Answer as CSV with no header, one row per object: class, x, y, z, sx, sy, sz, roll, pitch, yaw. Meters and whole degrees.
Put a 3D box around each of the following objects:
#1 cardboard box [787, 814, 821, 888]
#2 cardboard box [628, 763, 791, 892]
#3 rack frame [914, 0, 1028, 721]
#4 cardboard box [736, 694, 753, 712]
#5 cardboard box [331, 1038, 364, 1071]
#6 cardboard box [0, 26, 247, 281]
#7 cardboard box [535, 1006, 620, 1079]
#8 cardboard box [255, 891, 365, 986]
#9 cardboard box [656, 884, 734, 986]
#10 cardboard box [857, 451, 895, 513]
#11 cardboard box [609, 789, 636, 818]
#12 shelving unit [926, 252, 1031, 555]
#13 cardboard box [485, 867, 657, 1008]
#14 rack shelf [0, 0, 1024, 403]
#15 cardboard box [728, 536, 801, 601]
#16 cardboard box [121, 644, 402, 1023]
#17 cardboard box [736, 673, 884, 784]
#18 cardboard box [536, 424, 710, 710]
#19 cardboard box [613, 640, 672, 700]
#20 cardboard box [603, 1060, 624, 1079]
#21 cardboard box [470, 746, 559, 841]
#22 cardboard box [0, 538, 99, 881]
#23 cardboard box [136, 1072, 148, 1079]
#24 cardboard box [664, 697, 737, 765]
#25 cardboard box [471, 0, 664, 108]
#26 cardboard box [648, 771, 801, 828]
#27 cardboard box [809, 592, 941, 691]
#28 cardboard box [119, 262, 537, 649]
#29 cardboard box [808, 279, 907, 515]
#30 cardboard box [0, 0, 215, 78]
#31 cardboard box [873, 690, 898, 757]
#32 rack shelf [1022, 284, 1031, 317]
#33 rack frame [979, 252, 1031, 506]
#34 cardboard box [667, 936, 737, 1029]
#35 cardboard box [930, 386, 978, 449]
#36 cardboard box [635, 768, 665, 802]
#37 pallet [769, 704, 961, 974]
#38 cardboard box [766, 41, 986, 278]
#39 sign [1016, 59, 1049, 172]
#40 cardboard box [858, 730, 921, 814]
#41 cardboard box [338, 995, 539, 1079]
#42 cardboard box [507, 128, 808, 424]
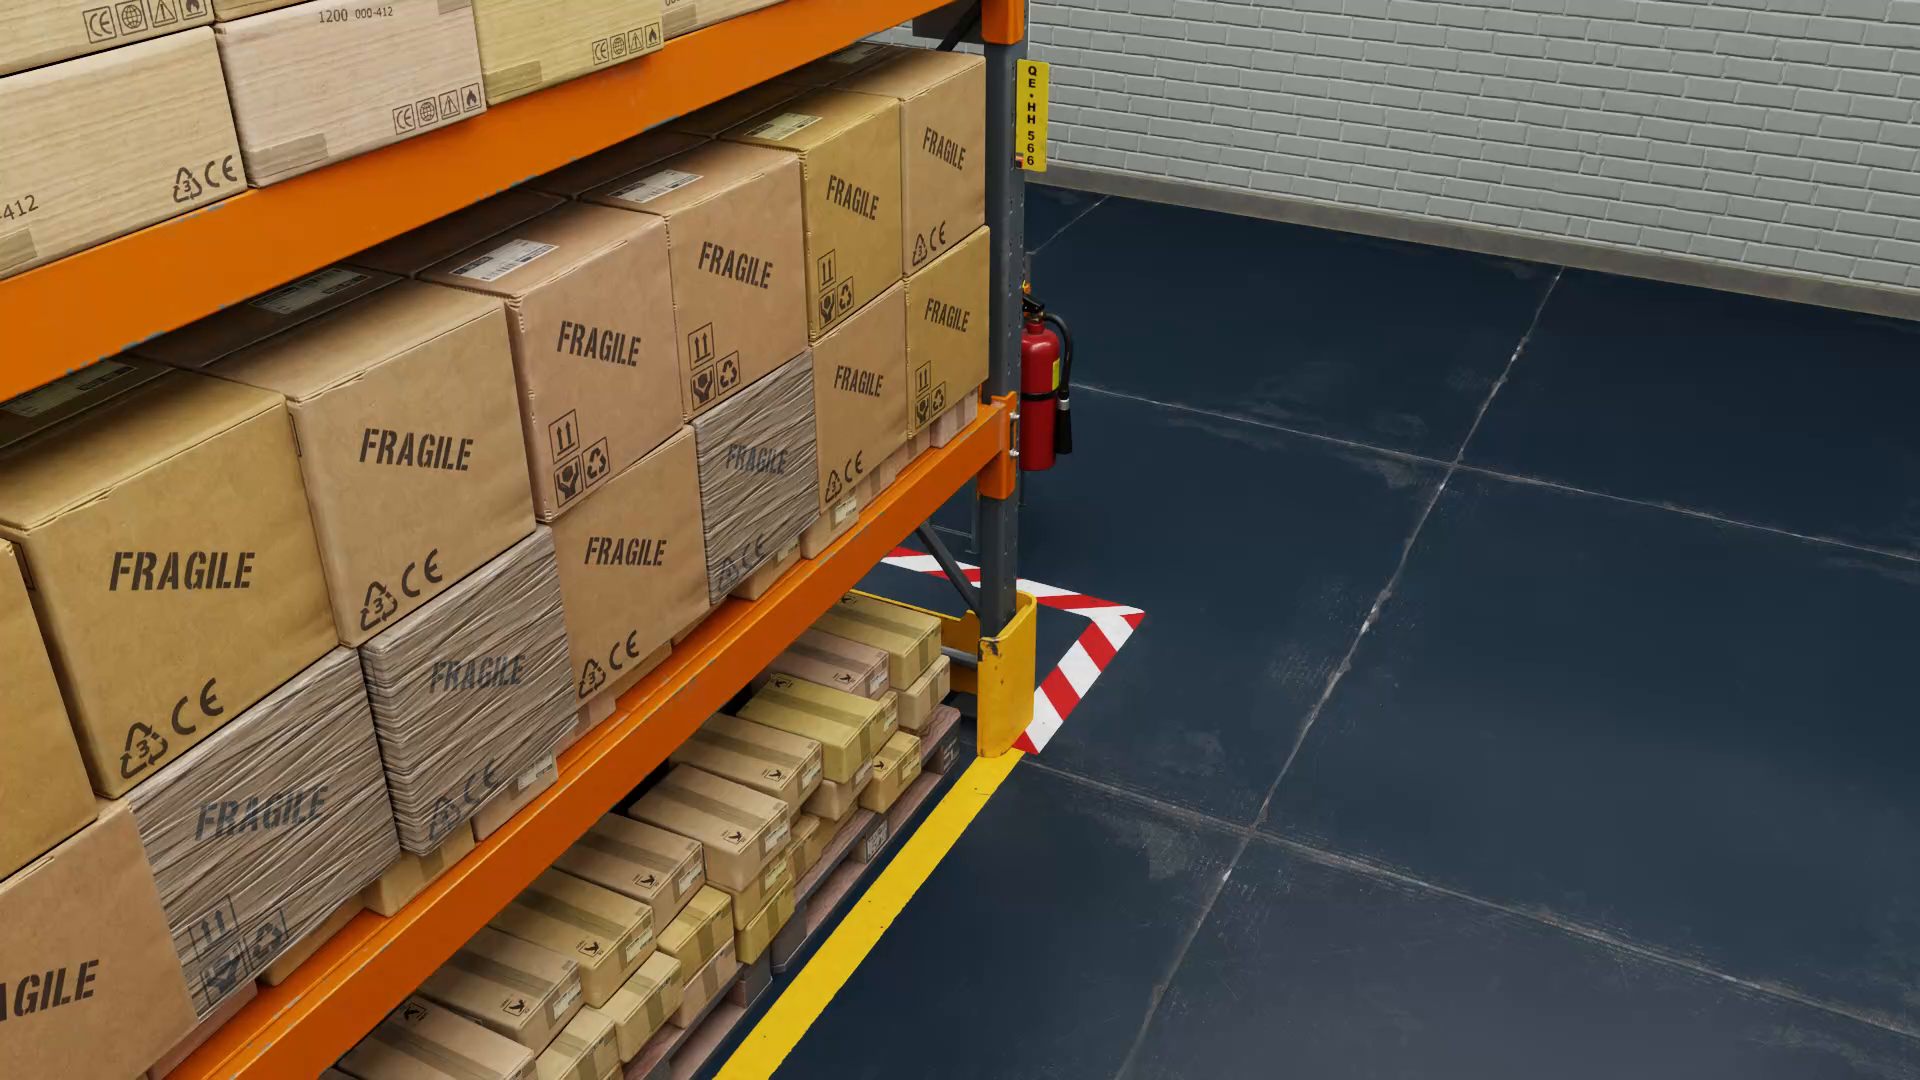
cardboard box,-0.650,0.924,5.070,0.380,0.149,0.250,15,33,24
cardboard box,-0.704,0.805,4.680,0.380,0.149,0.250,16,33,25
rack frame,-0.271,-0.758,5.557,1.000,3.000,0.127,14,33,23
cardboard box,-0.841,0.591,5.650,0.380,0.149,0.250,14,33,23
cardboard box,-1.713,1.277,4.156,0.380,0.149,0.250,15,33,24
cardboard box,-1.427,-0.590,2.403,0.500,0.250,0.500,14,33,23
cardboard box,-1.085,1.271,4.167,0.380,0.149,0.250,14,33,23
cardboard box,-1.417,0.693,3.284,0.380,0.149,0.250,13,32,21
cardboard box,-0.850,1.039,4.571,0.380,0.149,0.250,16,34,26
cardboard box,-0.415,-0.224,4.880,0.380,0.149,0.250,14,33,23
cardboard box,-1.195,0.807,4.975,0.380,0.149,0.250,13,32,21
shelving unit,0.075,-0.594,7.079,0.258,1.200,0.503,14,33,23
cardboard box,-1.017,1.019,4.307,0.380,0.149,0.250,14,33,24
rack shelf,-1.182,-0.860,3.446,1.077,0.370,4.000,14,33,23
cardboard box,-0.657,0.005,4.482,0.380,0.149,0.250,13,32,21
cardboard box,-1.424,0.460,3.038,0.500,0.500,0.500,14,33,23
cardboard box,-0.457,0.573,5.084,0.380,0.149,0.250,14,33,22
cardboard box,-0.944,0.000,3.838,0.500,0.500,0.500,16,34,26
cardboard box,-0.939,0.232,4.086,0.380,0.149,0.250,15,33,24
cardboard box,-1.086,1.397,4.247,0.380,0.149,0.250,13,32,22
cardboard box,-1.116,0.478,3.657,0.380,0.149,0.250,16,33,25
cardboard box,-1.670,0.265,2.374,0.500,0.500,0.500,15,33,24
cardboard box,-1.621,0.942,2.850,0.380,0.149,0.250,15,33,25
cardboard box,-0.945,0.579,5.373,0.380,0.149,0.250,15,33,24
cardboard box,-0.931,-1.047,3.199,0.500,0.250,0.500,16,33,25
cardboard box,-0.706,0.793,5.000,0.380,0.149,0.250,14,33,23
cardboard box,-0.286,0.331,5.506,0.380,0.149,0.250,15,33,24
cardboard box,-1.191,-0.185,3.157,0.500,0.500,0.500,15,33,24
cardboard box,-0.485,-0.445,4.614,0.500,0.500,0.500,14,33,22
cardboard box,-1.429,-0.816,2.295,0.500,0.250,0.500,14,33,23
cardboard box,-0.424,0.570,5.388,0.380,0.149,0.250,14,33,22
rack shelf,0.075,-0.934,6.883,0.258,0.148,0.480,14,33,23
rack frame,0.187,-0.702,7.267,0.240,1.200,0.015,14,33,23
cardboard box,-0.852,1.168,4.645,0.380,0.149,0.250,15,33,24
cardboard box,-0.167,-0.440,5.257,0.380,0.149,0.250,14,33,23
cardboard box,-1.162,0.791,5.302,0.380,0.149,0.250,15,33,24
pallet,-0.707,0.837,5.580,1.003,0.211,1.213,14,33,23
cardboard box,-0.258,-1.104,4.758,0.500,0.500,0.500,14,33,22
sign,0.214,-1.262,4.956,0.100,0.325,0.005,14,33,23
cardboard box,-0.352,0.714,5.435,0.380,0.149,0.250,15,33,25
cardboard box,-1.215,1.259,3.889,0.380,0.149,0.250,15,33,24
cardboard box,-0.717,-0.647,3.962,0.500,0.500,0.500,16,34,26
